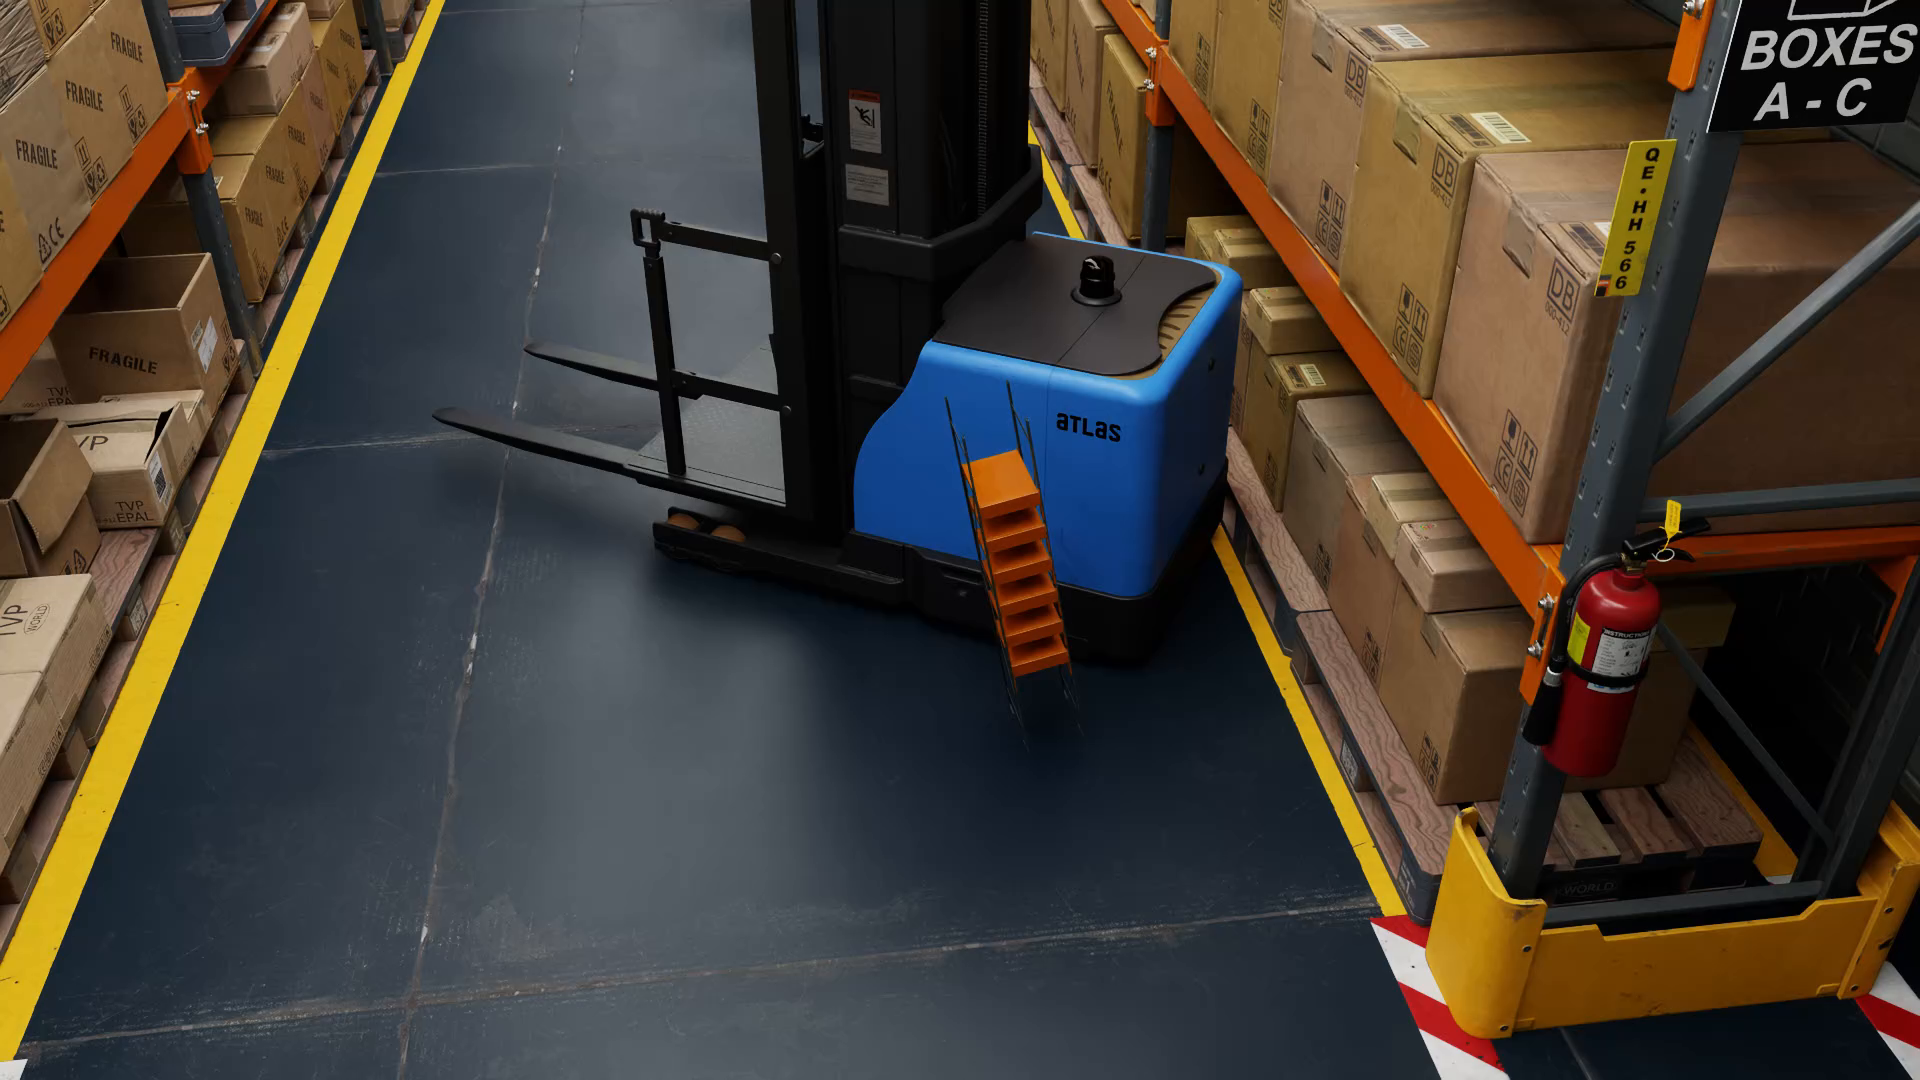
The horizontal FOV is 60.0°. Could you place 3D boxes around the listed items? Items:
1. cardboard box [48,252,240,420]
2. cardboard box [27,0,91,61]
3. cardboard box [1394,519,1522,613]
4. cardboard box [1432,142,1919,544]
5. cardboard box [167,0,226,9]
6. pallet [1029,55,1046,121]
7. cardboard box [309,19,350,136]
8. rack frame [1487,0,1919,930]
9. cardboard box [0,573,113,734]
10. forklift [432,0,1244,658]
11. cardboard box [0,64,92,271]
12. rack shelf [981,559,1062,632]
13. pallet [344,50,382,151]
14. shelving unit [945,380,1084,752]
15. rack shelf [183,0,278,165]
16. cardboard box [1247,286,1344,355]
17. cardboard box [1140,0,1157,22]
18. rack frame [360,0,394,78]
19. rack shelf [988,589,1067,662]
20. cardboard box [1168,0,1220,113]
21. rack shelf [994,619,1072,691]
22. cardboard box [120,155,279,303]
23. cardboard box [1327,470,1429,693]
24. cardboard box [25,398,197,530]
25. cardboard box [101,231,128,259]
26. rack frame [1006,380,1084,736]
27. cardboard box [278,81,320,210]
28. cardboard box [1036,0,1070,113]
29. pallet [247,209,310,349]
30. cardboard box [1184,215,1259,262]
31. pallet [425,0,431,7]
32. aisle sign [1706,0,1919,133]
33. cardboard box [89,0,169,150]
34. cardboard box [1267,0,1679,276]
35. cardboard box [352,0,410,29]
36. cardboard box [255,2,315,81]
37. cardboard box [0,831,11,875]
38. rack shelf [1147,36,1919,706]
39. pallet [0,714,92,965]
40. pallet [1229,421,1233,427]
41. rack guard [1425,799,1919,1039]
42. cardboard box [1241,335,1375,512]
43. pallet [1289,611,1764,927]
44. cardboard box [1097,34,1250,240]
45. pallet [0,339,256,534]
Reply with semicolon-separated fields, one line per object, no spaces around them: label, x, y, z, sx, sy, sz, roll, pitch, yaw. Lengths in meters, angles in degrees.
cardboard box;-3.219;-0.793;6.579;0.500;0.500;0.500;-4;35;-6
cardboard box;-3.181;-1.847;5.320;0.500;0.500;0.500;-5;35;-7
cardboard box;1.478;0.065;4.762;0.380;0.149;0.250;-5;35;-7
cardboard box;1.791;-0.494;4.044;0.980;0.700;0.700;-3;34;-4
cardboard box;-3.419;-2.437;6.700;0.700;0.500;0.500;-16;37;-22
pallet;0.825;-2.952;10.394;1.003;0.211;1.213;-4;35;-6
cardboard box;-3.687;-2.529;9.126;0.500;0.500;0.500;-6;35;-8
rack frame;1.869;-0.086;3.712;1.000;3.000;0.127;-4;35;-6
cardboard box;-2.965;0.363;5.105;0.500;0.250;0.500;-4;35;-6
forklift;-0.574;-1.353;5.632;3.031;2.935;1.130;14;37;19
cardboard box;-3.113;-1.148;5.183;0.500;0.500;0.500;-4;34;-5
rack shelf;0.182;0.141;5.041;0.180;0.103;0.258;-16;36;-5
pallet;-4.052;-2.601;9.879;1.003;0.211;1.213;-4;35;-6
shelving unit;0.175;0.106;5.015;0.189;1.200;0.258;-16;36;-5
rack shelf;-3.846;-2.759;8.274;1.077;0.370;4.000;-4;35;-6
cardboard box;1.266;-0.805;6.039;0.380;0.149;0.250;-5;35;-8
cardboard box;1.005;-2.390;7.298;0.380;0.149;0.250;-4;34;-6
rack frame;-4.115;-4.173;9.709;1.000;3.000;0.127;-4;35;-6
rack shelf;0.203;0.236;5.111;0.180;0.103;0.258;-16;36;-5
cardboard box;1.388;-2.138;6.457;0.980;0.700;0.700;-4;34;-6
rack shelf;0.224;0.331;5.181;0.180;0.103;0.258;-16;36;-5
cardboard box;-3.400;-1.378;7.437;0.500;0.500;0.500;-6;35;-9
cardboard box;1.609;0.111;5.270;0.700;0.500;0.500;-4;35;-7
cardboard box;-3.118;-0.296;6.018;0.500;0.311;0.500;-4;35;-6
cardboard box;-3.927;-1.343;7.386;0.500;0.500;0.500;-5;35;-7
rack frame;0.263;0.082;5.022;0.006;1.200;0.240;-16;36;-5
cardboard box;-3.543;-1.954;8.283;0.500;0.500;0.500;-4;34;-6
cardboard box;0.874;-2.926;9.415;0.750;0.750;0.750;-5;35;-7
pallet;-3.724;-1.239;7.881;1.003;0.211;1.213;-4;35;-6
cardboard box;1.330;-1.033;6.950;0.700;0.500;0.500;-4;34;-6
pallet;-4.348;-4.162;12.170;1.003;0.211;1.213;-4;35;-6
aisle sign;1.582;-1.097;2.888;0.394;0.787;0.004;-4;35;-6
cardboard box;-3.255;-1.722;6.025;0.500;0.500;0.500;-4;34;-6
cardboard box;1.588;-1.325;5.264;0.980;0.700;0.700;-6;35;-9
cardboard box;-3.894;-3.525;10.827;0.500;0.250;0.500;-4;35;-7
cardboard box;-3.603;-2.526;8.456;0.500;0.250;0.500;-5;35;-7
cardboard box;-2.788;0.881;4.418;0.380;0.166;0.250;-4;35;-6
rack shelf;1.600;-0.905;5.552;1.077;0.370;4.000;-4;35;-6
pallet;-3.157;0.957;4.659;1.003;0.211;1.213;-4;35;-6
pallet;1.356;-0.735;7.142;1.003;0.211;1.213;-4;35;-6
rack guard;1.873;0.961;4.396;1.175;0.500;0.348;-4;35;-6
cardboard box;1.461;-0.466;6.117;0.700;0.500;0.500;-4;34;-5
pallet;1.684;0.626;5.144;1.003;0.211;1.213;-4;35;-6
cardboard box;1.115;-1.956;7.993;0.750;0.750;0.750;-4;34;-6
pallet;-3.485;-0.405;6.657;1.003;0.211;1.213;-4;35;-6
